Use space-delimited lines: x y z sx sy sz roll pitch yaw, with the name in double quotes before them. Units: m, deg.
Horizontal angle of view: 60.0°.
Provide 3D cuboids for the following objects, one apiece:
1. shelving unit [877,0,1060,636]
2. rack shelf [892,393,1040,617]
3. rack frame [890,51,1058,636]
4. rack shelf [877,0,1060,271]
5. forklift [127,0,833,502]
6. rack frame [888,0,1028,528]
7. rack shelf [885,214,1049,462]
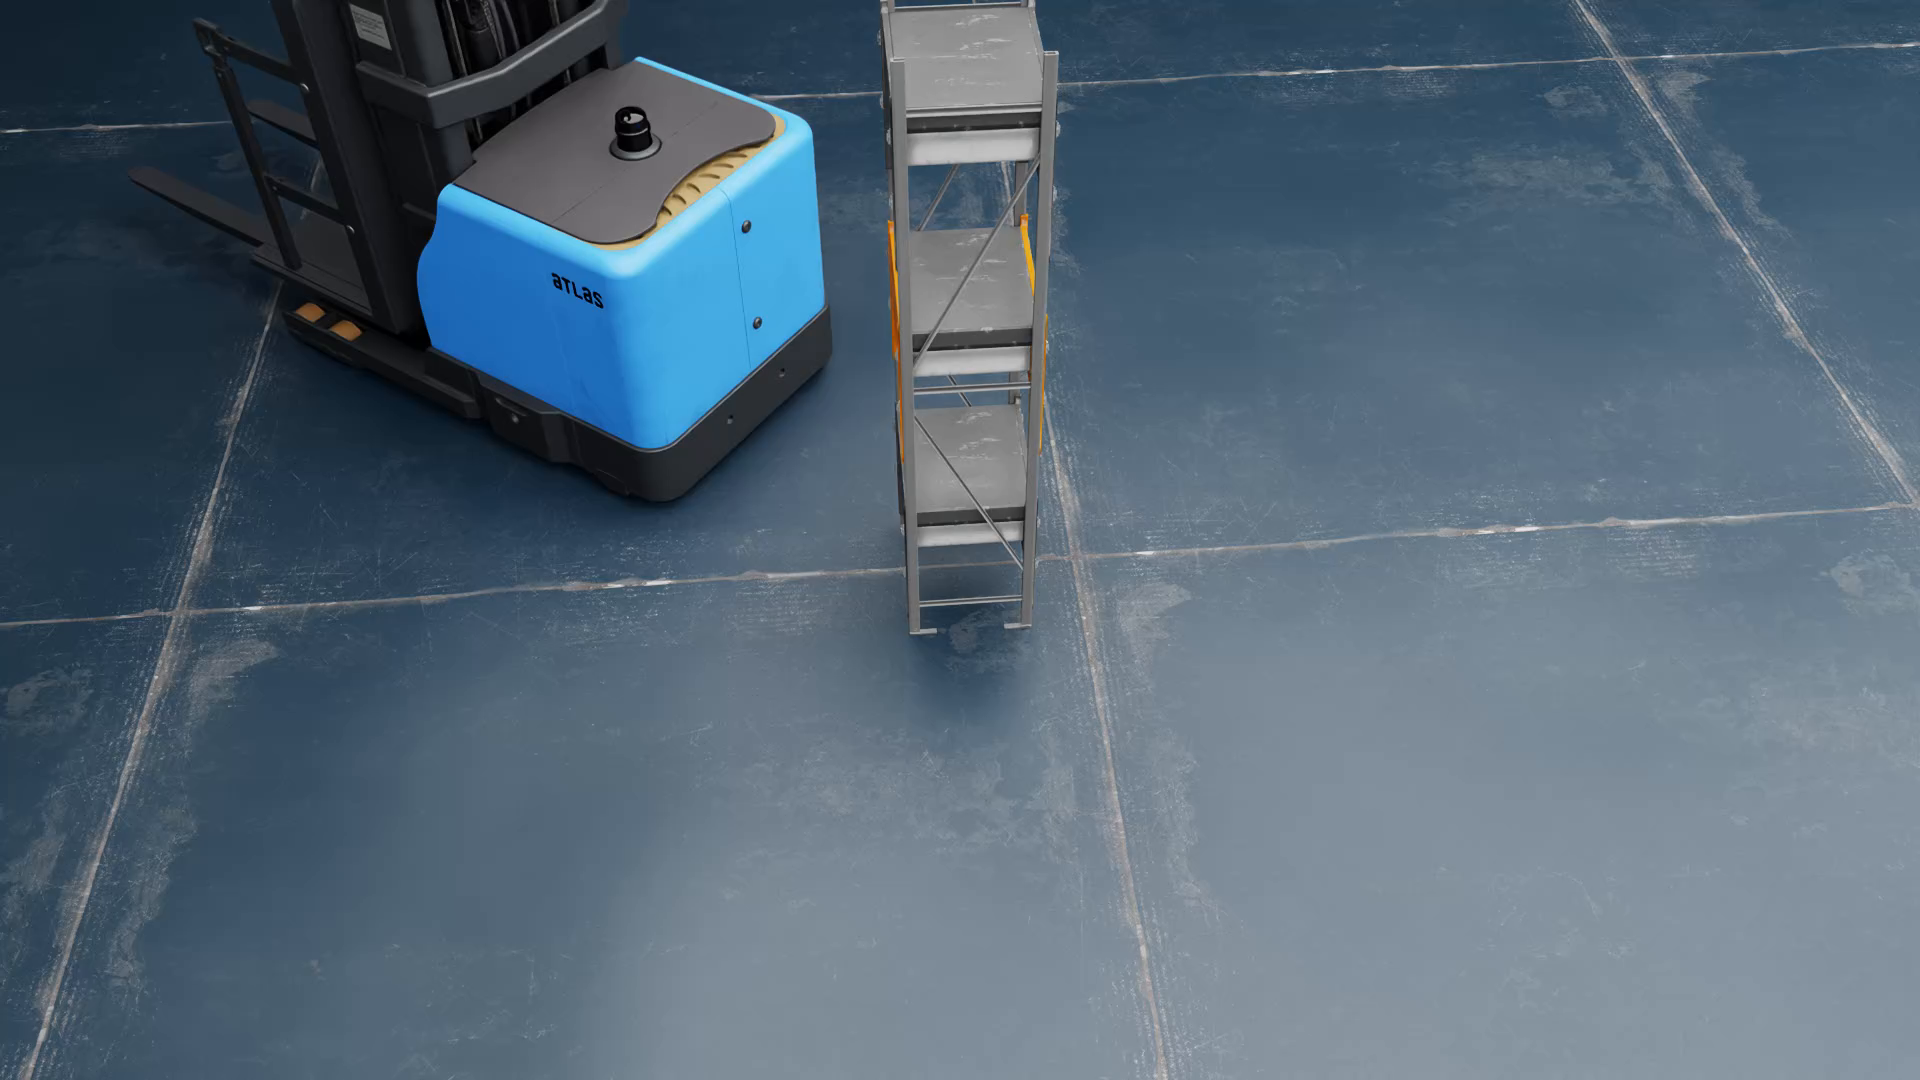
"shelving unit" 0.014 -0.602 4.874 0.431 2.100 0.503 -3 47 -3
"rack shelf" 0.014 -0.112 5.392 0.431 0.518 0.480 -3 47 -3
"rack frame" 0.034 -0.426 4.707 0.400 2.100 0.015 -3 47 -3
"rack shelf" 0.014 -1.074 4.376 0.431 0.518 0.480 -3 47 -3
"forklift" -1.999 -1.979 5.606 3.031 2.935 1.130 25 52 22
"rack frame" -0.007 -0.779 5.041 0.400 2.100 0.015 -3 47 -3
"rack shelf" 0.014 -0.593 4.884 0.431 0.518 0.480 -3 47 -3
